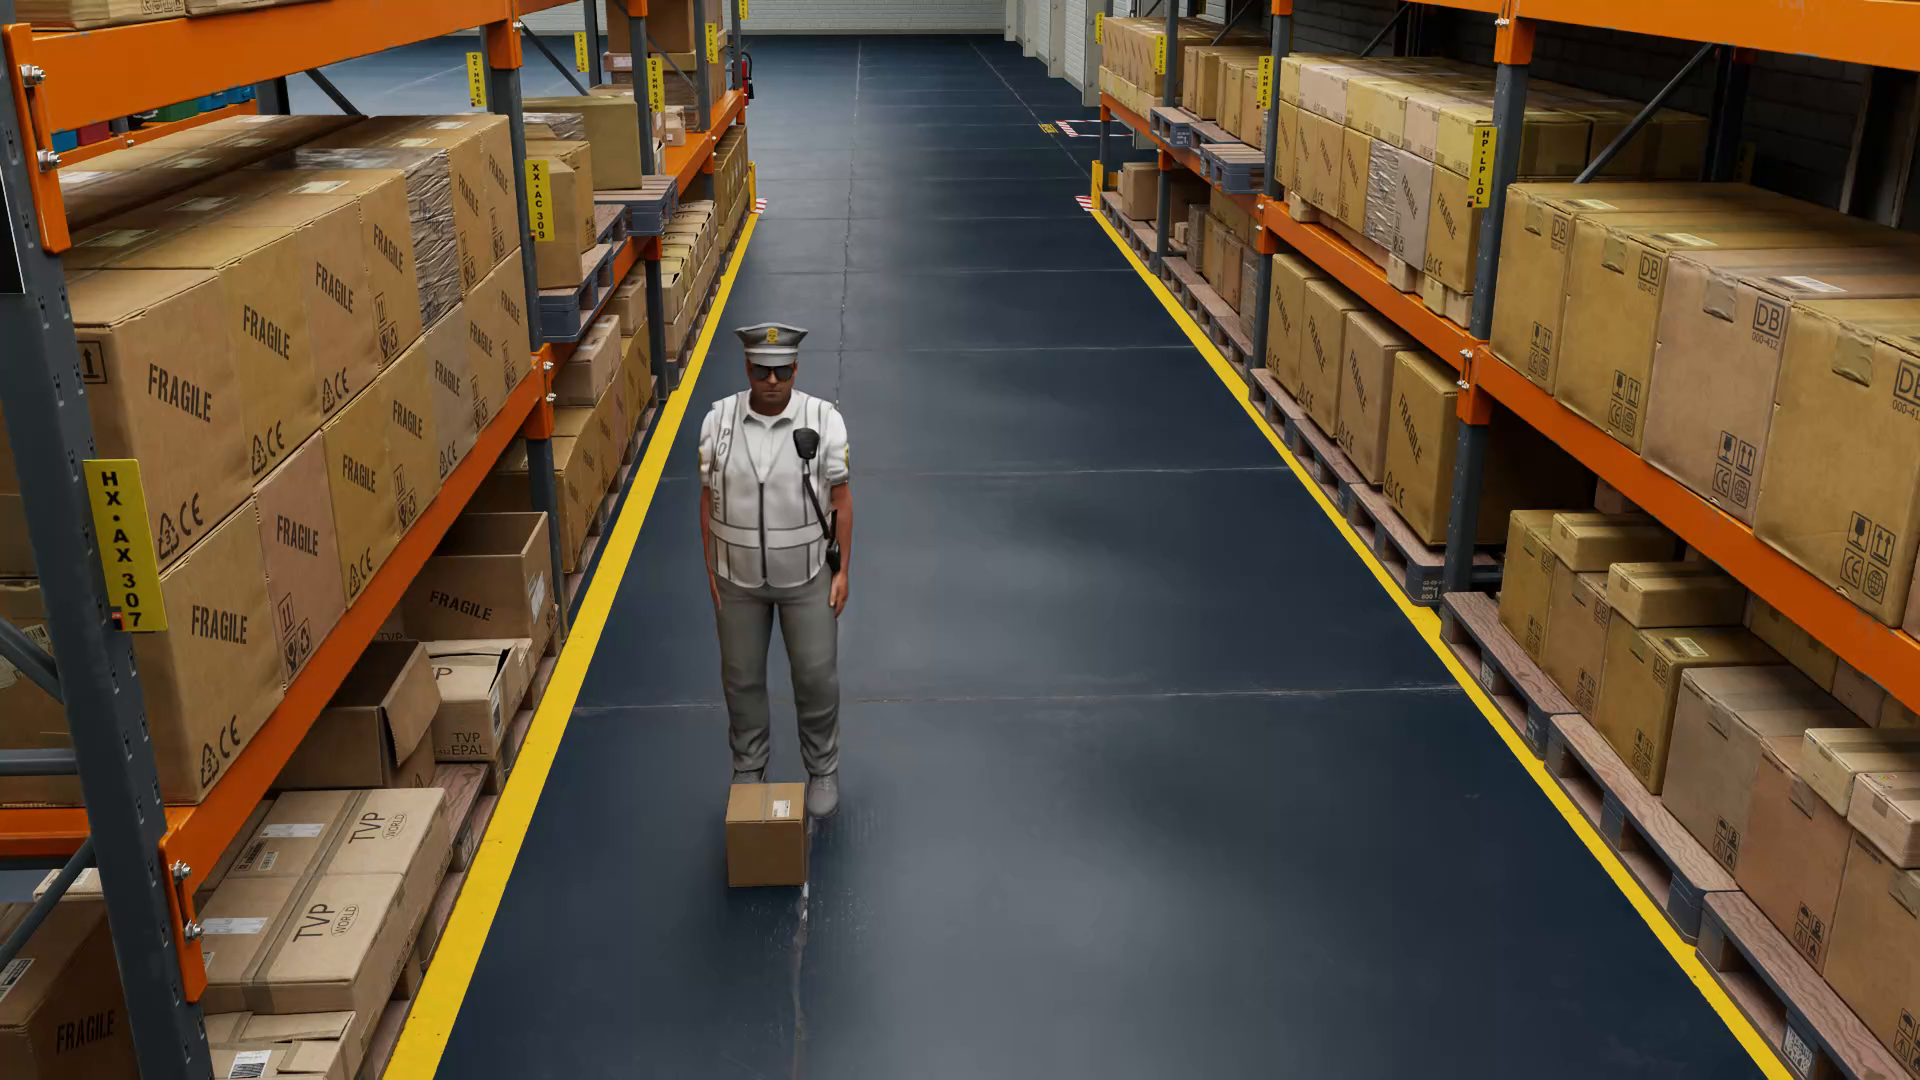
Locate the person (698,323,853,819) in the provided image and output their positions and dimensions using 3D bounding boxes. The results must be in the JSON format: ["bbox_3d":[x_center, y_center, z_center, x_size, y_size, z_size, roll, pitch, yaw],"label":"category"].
[{"bbox_3d":[-0.633,0.114,5.770,0.529,1.778,0.394,0,20,1],"label":"person"}]
